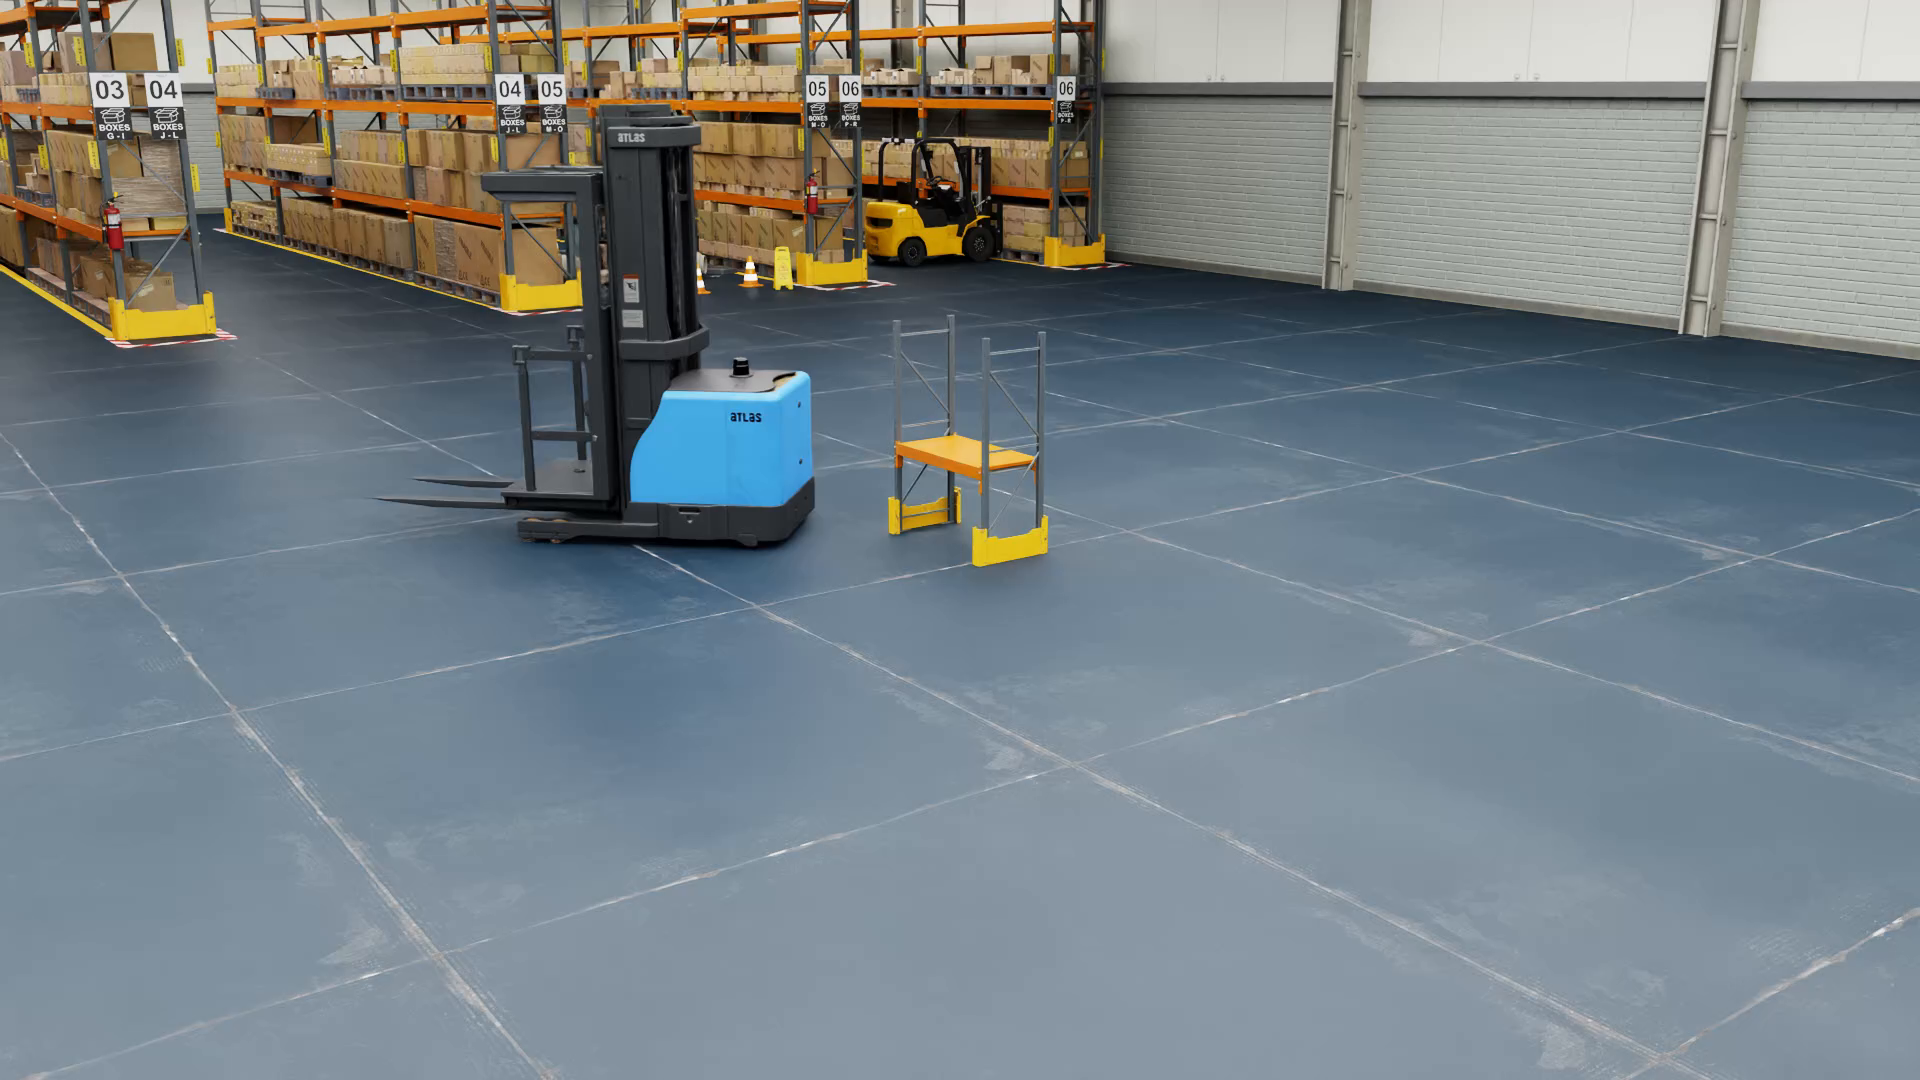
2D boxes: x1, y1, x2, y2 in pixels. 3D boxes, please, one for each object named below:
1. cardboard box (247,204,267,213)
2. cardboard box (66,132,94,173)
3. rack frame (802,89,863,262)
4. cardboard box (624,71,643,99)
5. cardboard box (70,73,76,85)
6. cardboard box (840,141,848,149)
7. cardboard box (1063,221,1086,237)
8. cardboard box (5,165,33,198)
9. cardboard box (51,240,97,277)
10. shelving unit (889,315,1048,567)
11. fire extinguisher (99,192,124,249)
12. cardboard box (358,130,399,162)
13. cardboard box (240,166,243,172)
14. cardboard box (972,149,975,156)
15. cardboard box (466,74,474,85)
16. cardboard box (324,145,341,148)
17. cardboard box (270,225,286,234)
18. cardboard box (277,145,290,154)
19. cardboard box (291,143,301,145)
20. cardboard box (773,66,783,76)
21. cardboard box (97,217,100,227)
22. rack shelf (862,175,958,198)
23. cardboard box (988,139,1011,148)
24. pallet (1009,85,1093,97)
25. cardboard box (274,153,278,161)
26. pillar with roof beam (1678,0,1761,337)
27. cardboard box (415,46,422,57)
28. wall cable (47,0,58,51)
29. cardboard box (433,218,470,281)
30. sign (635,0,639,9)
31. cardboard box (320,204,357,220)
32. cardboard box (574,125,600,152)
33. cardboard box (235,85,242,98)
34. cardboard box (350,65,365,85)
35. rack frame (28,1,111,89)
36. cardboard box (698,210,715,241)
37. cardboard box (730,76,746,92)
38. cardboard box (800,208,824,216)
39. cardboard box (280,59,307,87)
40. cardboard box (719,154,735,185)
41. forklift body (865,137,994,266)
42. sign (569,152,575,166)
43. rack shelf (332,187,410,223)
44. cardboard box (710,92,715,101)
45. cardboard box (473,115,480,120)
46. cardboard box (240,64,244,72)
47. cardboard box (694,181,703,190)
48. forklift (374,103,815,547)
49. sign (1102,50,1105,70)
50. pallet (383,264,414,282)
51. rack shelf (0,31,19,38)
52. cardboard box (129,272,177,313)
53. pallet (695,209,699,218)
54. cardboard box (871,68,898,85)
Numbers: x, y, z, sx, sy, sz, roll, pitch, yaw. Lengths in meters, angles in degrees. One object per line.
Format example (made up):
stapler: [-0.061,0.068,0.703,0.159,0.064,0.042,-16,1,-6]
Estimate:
cardboard box: [-14.527,-6.862,34.442,0.380,0.149,0.250,-11,19,-34]
cardboard box: [-11.415,-5.099,21.877,0.500,0.500,0.500,-11,19,-35]
rack frame: [-1.998,-5.563,26.220,1.000,3.000,0.127,-11,19,-35]
cardboard box: [-5.782,-8.447,30.878,0.797,0.503,0.637,-11,19,-35]
cardboard box: [-10.904,-5.768,20.814,0.380,0.149,0.250,-11,19,-34]
cardboard box: [-2.246,-8.128,34.174,0.380,0.149,0.250,-11,19,-34]
cardboard box: [1.907,-5.584,29.764,0.500,0.250,0.500,-10,18,-34]
cardboard box: [-15.208,-5.848,27.072,0.500,0.500,0.500,-10,18,-33]
cardboard box: [-13.632,-4.363,25.738,0.700,0.500,0.500,-9,18,-30]
shelving unit: [0.045,-0.707,11.319,0.587,1.500,1.083,-11,19,-35]
fire extinguisher: [-10.319,-3.892,20.259,0.296,0.674,0.183,-11,19,-35]
cardboard box: [-9.788,-6.698,28.281,0.700,0.500,0.500,-11,19,-35]
cardboard box: [-14.863,-7.801,34.871,0.380,0.149,0.250,-10,18,-32]
cardboard box: [0.367,-7.163,30.647,0.380,0.149,0.250,-12,19,-36]
cardboard box: [-6.711,-6.477,23.366,0.380,0.149,0.250,-11,19,-34]
cardboard box: [-11.679,-7.313,31.166,0.380,0.149,0.250,-11,19,-35]
cardboard box: [-13.504,-6.194,33.130,0.380,0.149,0.250,-11,19,-34]
cardboard box: [-12.676,-7.381,31.415,0.380,0.149,0.250,-11,19,-35]
cardboard box: [-13.085,-7.672,33.173,0.500,0.500,0.500,-11,19,-36]
cardboard box: [-2.721,-7.412,26.260,0.380,0.149,0.250,-11,19,-35]
cardboard box: [-10.818,-4.087,21.303,0.380,0.149,0.250,-11,19,-35]
rack shelf: [-1.513,-7.269,33.814,1.077,0.370,4.000,-11,19,-35]
cardboard box: [0.727,-7.209,30.253,0.380,0.149,0.250,-11,19,-34]
pallet: [1.620,-7.894,29.220,1.003,0.211,1.213,-11,19,-35]
cardboard box: [-12.832,-7.295,31.664,0.380,0.149,0.250,-10,18,-33]
pillar with roof beam: [5.908,-6.286,17.496,9.100,9.000,0.400,-11,19,-35]
cardboard box: [-7.906,-7.295,24.847,0.380,0.149,0.250,-11,19,-35]
wall cable: [-19.958,-13.629,38.232,2.277,5.999,0.120,-11,19,-35]
cardboard box: [-7.448,-4.468,25.448,0.875,0.875,0.875,-11,19,-34]
sign: [-7.831,-13.049,40.287,0.100,0.325,0.005,-11,19,-35]
cardboard box: [-11.260,-5.945,30.136,0.500,0.250,0.500,-11,19,-36]
cardboard box: [-7.217,-7.872,32.571,0.500,0.500,0.500,-11,19,-36]
cardboard box: [-14.378,-9.096,33.729,0.500,0.250,0.500,-11,19,-35]
cardboard box: [-9.802,-7.731,27.641,0.500,0.311,0.500,-11,19,-36]
rack frame: [-12.366,-7.773,22.928,1.000,3.000,0.127,-11,19,-35]
cardboard box: [-4.221,-5.487,28.936,0.500,0.500,0.500,-10,18,-32]
cardboard box: [-3.419,-7.474,27.239,0.500,0.250,0.500,-11,19,-34]
cardboard box: [-3.111,-7.096,35.762,0.500,0.500,0.500,-10,18,-33]
cardboard box: [-12.196,-8.685,30.951,0.797,0.503,0.637,-11,19,-35]
cardboard box: [-3.718,-6.259,28.009,0.500,0.500,0.500,-11,19,-35]
forklift body: [-0.575,-6.047,29.595,2.313,2.155,1.214,-11,19,-35]
sign: [-5.490,-5.314,23.519,0.100,0.325,0.005,-11,19,-35]
rack shelf: [-9.470,-5.707,28.110,1.077,0.370,4.000,-11,19,-35]
cardboard box: [-4.021,-7.538,28.229,0.380,0.149,0.250,-11,19,-34]
cardboard box: [-10.543,-9.367,36.804,0.380,0.149,0.250,-11,19,-36]
cardboard box: [-14.184,-9.440,33.285,0.380,0.149,0.250,-11,19,-35]
cardboard box: [-4.424,-6.179,28.946,0.380,0.149,0.250,-11,19,-35]
forklift: [-2.621,-1.526,11.599,3.031,2.935,1.130,2,15,8]
sign: [2.468,-8.326,28.826,0.100,0.325,0.005,-11,19,-35]
pallet: [-8.809,-4.435,27.382,1.003,0.211,1.213,-11,19,-35]
rack shelf: [-18.245,-9.368,30.878,1.077,0.370,4.000,-11,19,-35]
cardboard box: [-10.367,-3.158,21.371,0.500,0.500,0.500,-7,17,-24]
pallet: [-6.165,-7.959,40.257,1.003,0.211,1.213,-11,19,-35]
cardboard box: [-1.411,-9.124,32.731,0.500,0.311,0.500,-12,19,-36]
